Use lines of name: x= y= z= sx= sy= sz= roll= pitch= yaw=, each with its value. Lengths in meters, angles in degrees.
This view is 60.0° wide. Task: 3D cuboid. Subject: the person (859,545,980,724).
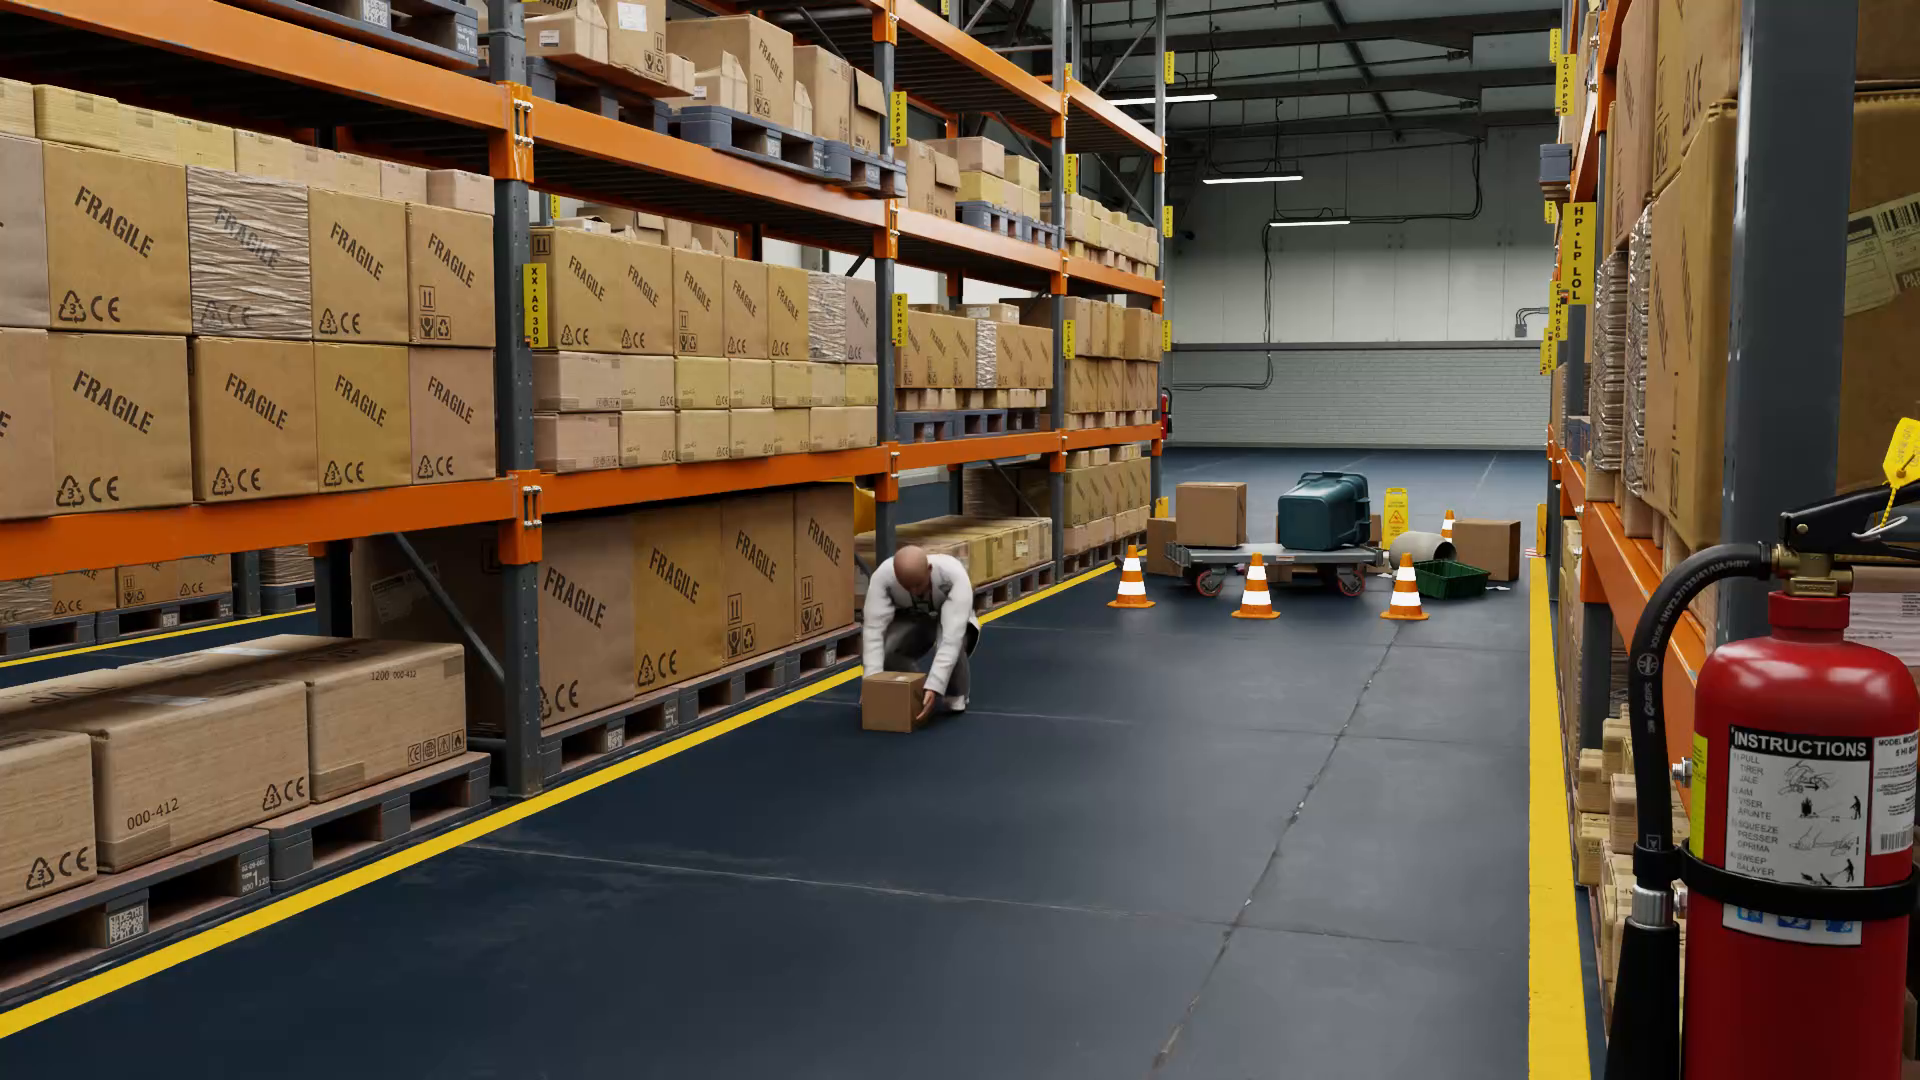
person: x=-0.192 y=0.442 z=8.465 sx=0.602 sy=0.895 sz=0.908 roll=2 pitch=5 yaw=19
